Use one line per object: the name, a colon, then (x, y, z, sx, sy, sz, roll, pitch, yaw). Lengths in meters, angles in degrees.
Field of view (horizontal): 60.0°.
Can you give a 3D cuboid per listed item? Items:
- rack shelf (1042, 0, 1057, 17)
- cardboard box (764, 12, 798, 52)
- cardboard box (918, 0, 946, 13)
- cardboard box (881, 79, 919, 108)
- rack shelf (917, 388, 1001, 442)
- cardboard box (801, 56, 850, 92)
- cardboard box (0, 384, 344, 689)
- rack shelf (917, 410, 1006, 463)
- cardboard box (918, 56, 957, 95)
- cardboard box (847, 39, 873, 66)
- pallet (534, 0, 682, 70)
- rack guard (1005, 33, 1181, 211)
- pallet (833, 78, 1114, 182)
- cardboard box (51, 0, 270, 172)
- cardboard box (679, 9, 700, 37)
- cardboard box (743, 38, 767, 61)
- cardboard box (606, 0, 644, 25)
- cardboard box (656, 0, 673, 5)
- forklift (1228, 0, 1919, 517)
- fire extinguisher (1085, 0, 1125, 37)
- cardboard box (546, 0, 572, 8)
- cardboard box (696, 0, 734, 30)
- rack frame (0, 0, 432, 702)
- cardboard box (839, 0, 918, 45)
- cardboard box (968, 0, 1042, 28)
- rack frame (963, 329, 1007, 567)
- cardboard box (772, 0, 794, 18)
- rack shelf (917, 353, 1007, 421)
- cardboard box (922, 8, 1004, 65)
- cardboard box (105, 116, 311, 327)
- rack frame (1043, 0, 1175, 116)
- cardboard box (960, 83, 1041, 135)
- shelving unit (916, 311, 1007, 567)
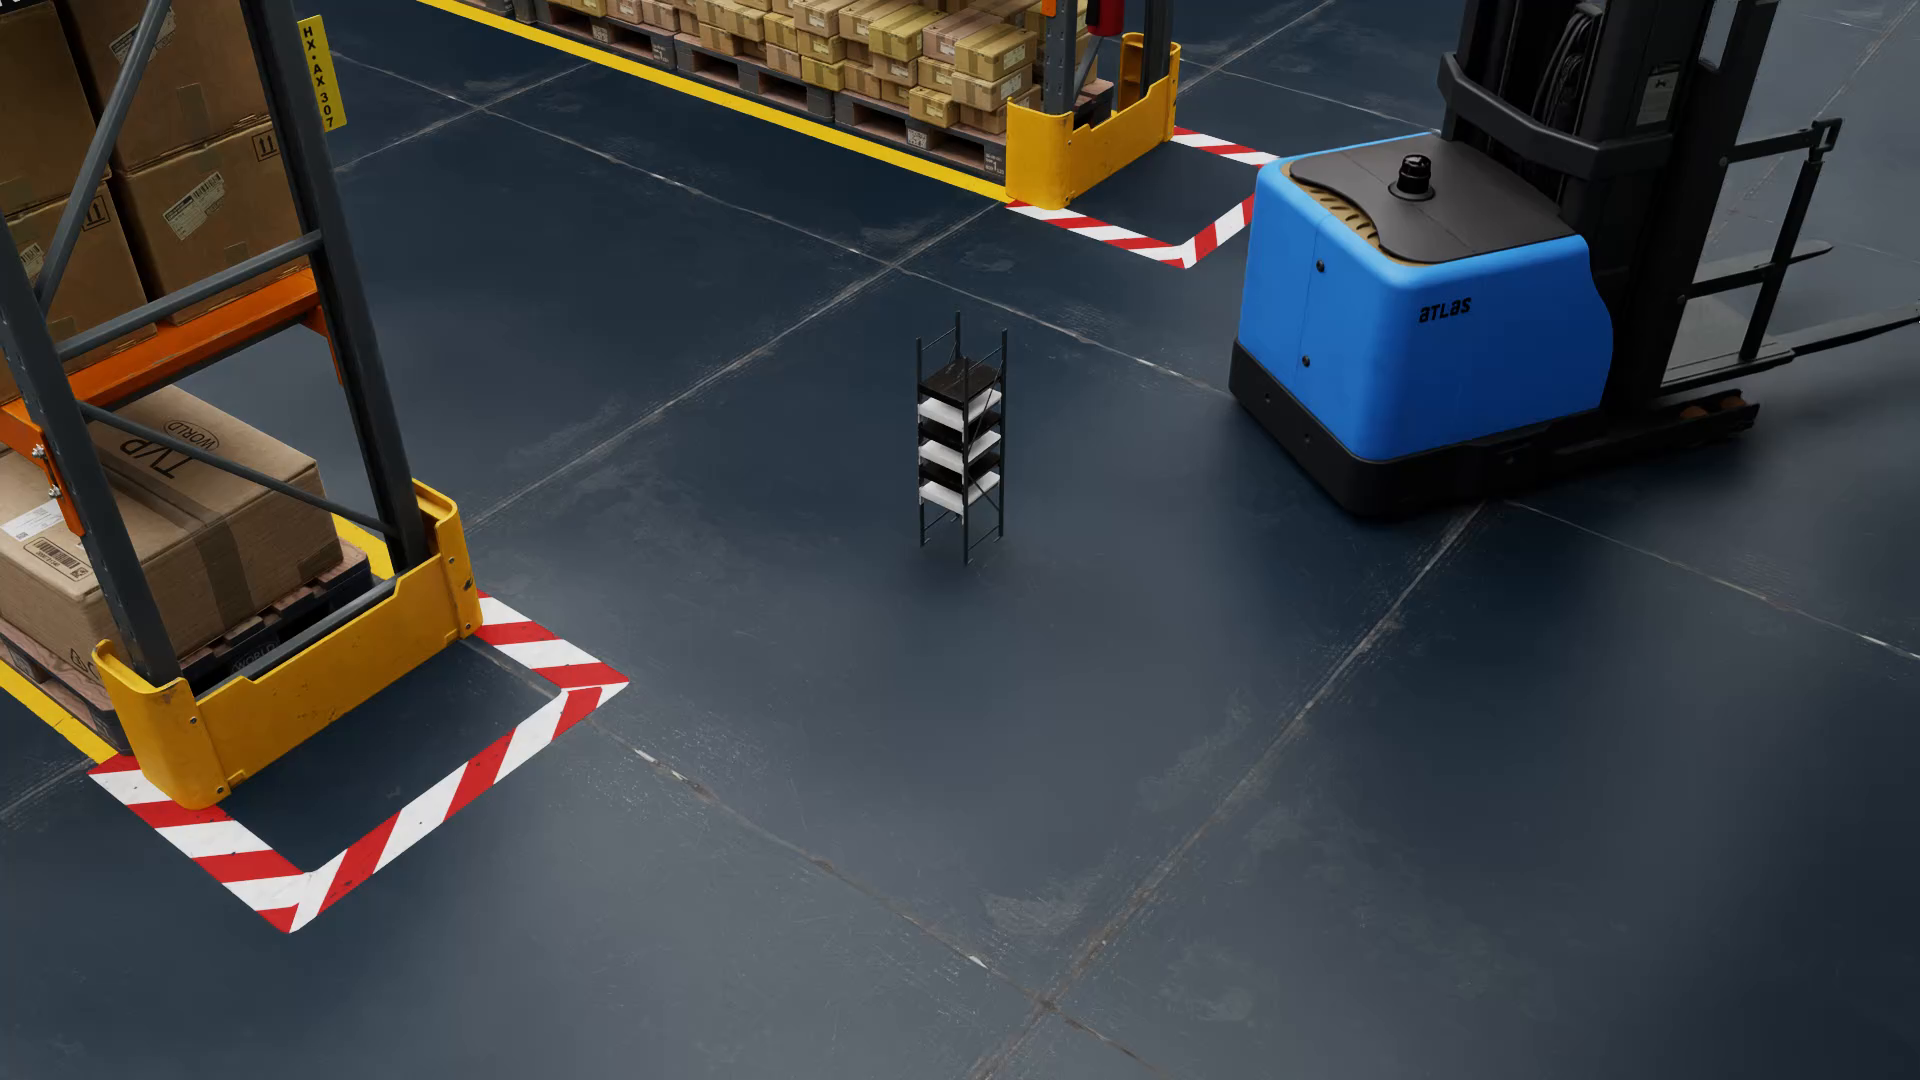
rack shelf: (-0.831, -3.610, 9.011, 4.000, 0.370, 1.077, 25, 45, 29)
cardboard box: (-0.860, -2.848, 9.185, 0.250, 0.149, 0.380, 28, 46, 31)
cardboard box: (-0.114, -3.037, 9.186, 0.250, 0.149, 0.380, 23, 44, 27)
cardboard box: (-0.210, -2.470, 8.943, 0.250, 0.149, 0.380, 25, 44, 28)
rack shelf: (0.006, -0.467, 5.878, 0.200, 0.077, 0.258, 25, 45, 29)
cardboard box: (-0.655, -2.621, 9.136, 0.250, 0.149, 0.380, 23, 44, 27)
cardboard box: (-2.754, -0.037, 5.602, 0.875, 0.438, 0.875, 24, 44, 27)
rack shelf: (0.006, -0.396, 5.934, 0.200, 0.077, 0.258, 25, 45, 29)
cardboard box: (-0.010, -2.486, 8.723, 0.250, 0.149, 0.380, 24, 44, 28)
cardboard box: (-0.400, -2.707, 9.004, 0.250, 0.149, 0.380, 25, 44, 28)
pallet: (-1.865, -3.310, 10.306, 1.213, 0.211, 1.003, 25, 45, 29)
rack guard: (0.697, -2.188, 8.639, 0.348, 0.500, 1.175, 25, 45, 29)
pallet: (0.073, -2.396, 9.139, 1.213, 0.211, 1.003, 25, 45, 29)
cardboard box: (-2.378, -1.435, 4.757, 0.500, 0.500, 0.500, 24, 44, 28)
cardboard box: (-1.418, -3.070, 9.709, 0.250, 0.149, 0.380, 23, 44, 27)
cardboard box: (-1.015, -2.864, 9.447, 0.250, 0.149, 0.380, 27, 45, 30)
cardboard box: (-1.885, -3.224, 9.906, 0.250, 0.149, 0.380, 25, 44, 28)
cardboard box: (-1.642, -3.283, 9.740, 0.250, 0.149, 0.380, 23, 44, 26)
forklift: (2.691, -1.816, 6.192, 3.031, 2.935, 1.130, -14, 40, -17)
fire extinguisher: (0.677, -2.646, 7.562, 0.183, 0.674, 0.296, 25, 45, 29)
cardboard box: (-2.326, -3.391, 10.120, 0.250, 0.149, 0.380, 23, 44, 27)
cardboard box: (-1.276, -3.042, 9.433, 0.250, 0.149, 0.380, 25, 44, 28)
rack frame: (-2.169, -0.682, 4.688, 0.127, 3.000, 1.000, 25, 45, 29)
cardboard box: (-0.432, -2.780, 8.857, 0.250, 0.149, 0.380, 23, 44, 27)
cardboard box: (0.256, -2.828, 8.918, 0.250, 0.149, 0.380, 26, 45, 29)
rack frame: (0.087, -0.313, 5.920, 0.006, 0.900, 0.240, 25, 45, 29)
cardboard box: (-0.821, -3.007, 9.146, 0.250, 0.149, 0.380, 24, 44, 27)
rack shelf: (0.006, -0.538, 5.823, 0.200, 0.077, 0.258, 25, 45, 29)
cardboard box: (0.018, -2.617, 8.649, 0.250, 0.149, 0.380, 26, 45, 29)
cardboard box: (-2.376, -1.042, 5.067, 0.500, 0.500, 0.500, 25, 44, 28)
rack frame: (0.758, -3.144, 7.832, 0.127, 3.000, 1.000, 25, 45, 29)
cardboard box: (0.213, -2.282, 8.703, 0.250, 0.149, 0.380, 26, 45, 29)
shelving unit: (0.006, -0.351, 5.969, 0.210, 0.900, 0.258, 25, 45, 29)
